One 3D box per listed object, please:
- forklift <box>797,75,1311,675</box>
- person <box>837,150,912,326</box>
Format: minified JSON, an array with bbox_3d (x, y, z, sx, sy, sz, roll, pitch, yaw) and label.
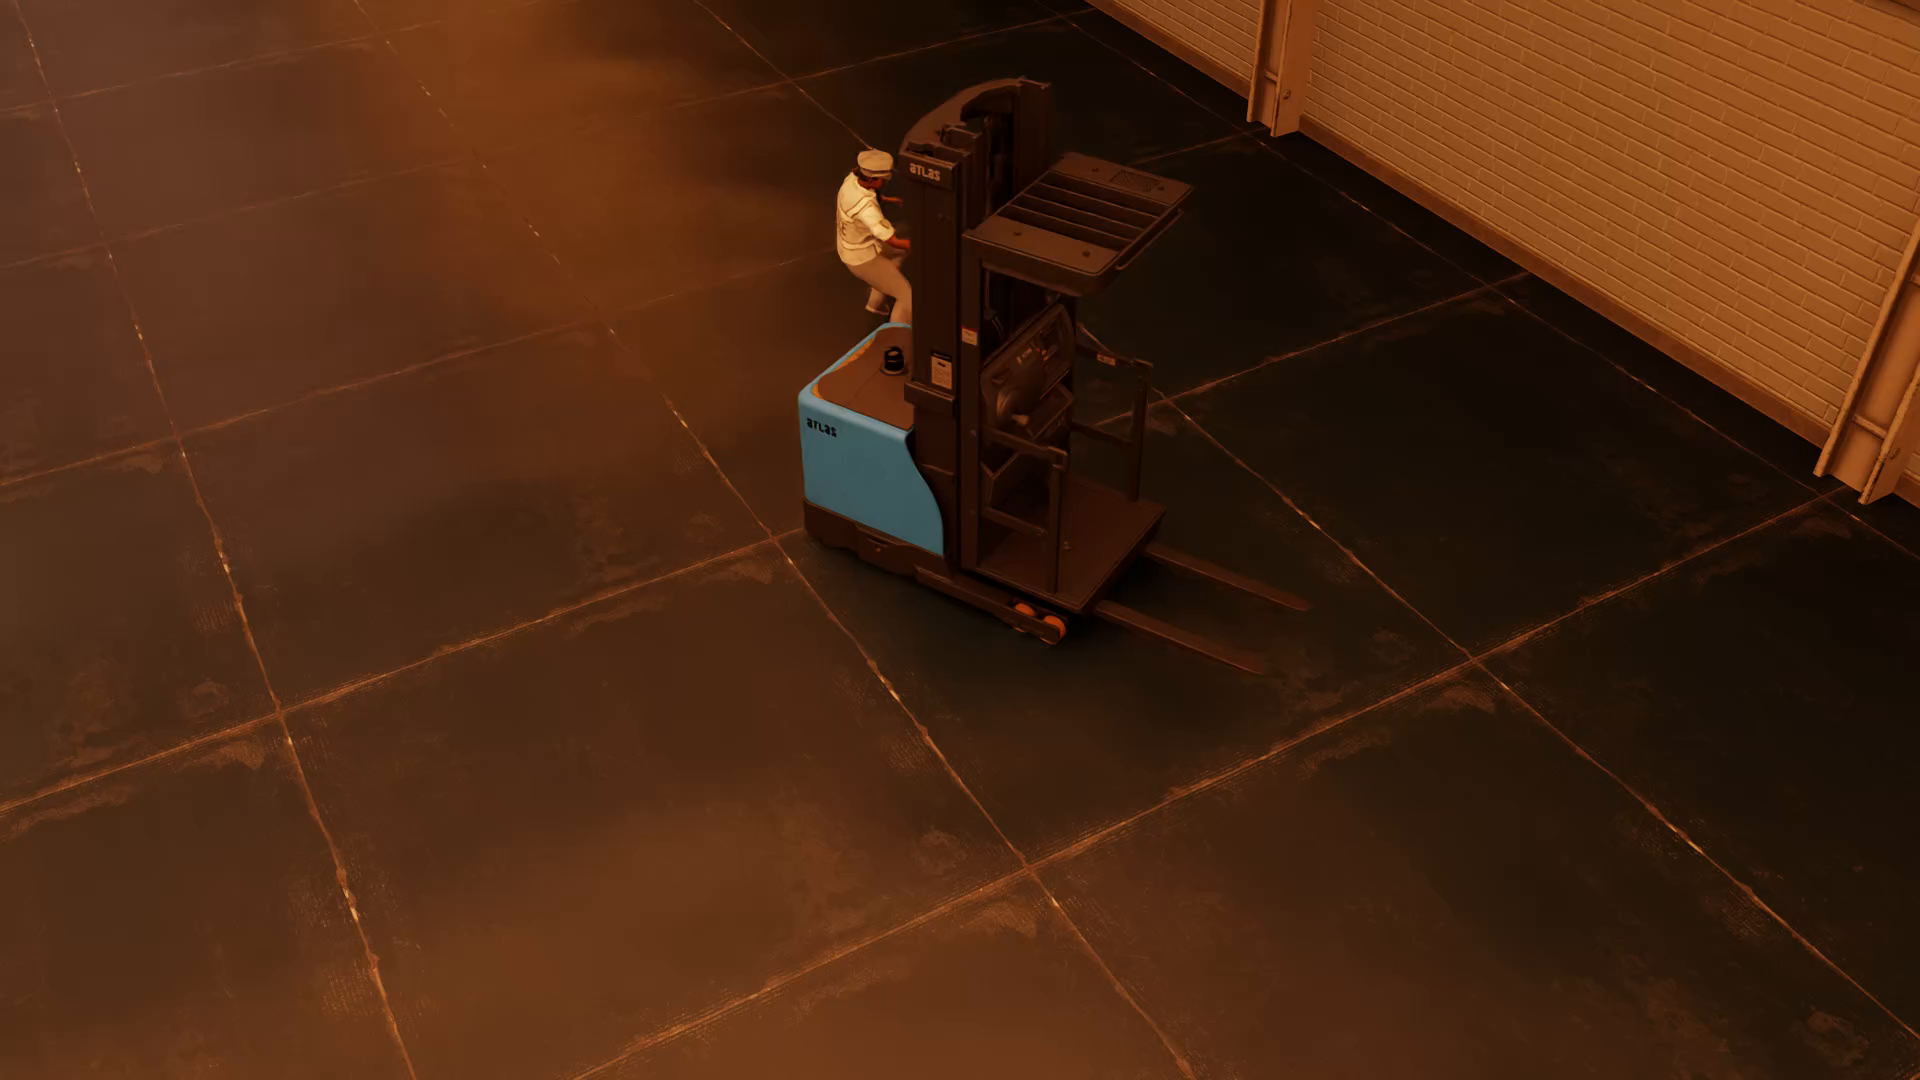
[{"bbox_3d":[0.554,-0.916,9.140,3.031,2.935,1.130,22,44,24],"label":"forklift"},{"bbox_3d":[-0.483,-2.062,11.659,0.725,1.475,0.842,-9,41,-11],"label":"person"}]
